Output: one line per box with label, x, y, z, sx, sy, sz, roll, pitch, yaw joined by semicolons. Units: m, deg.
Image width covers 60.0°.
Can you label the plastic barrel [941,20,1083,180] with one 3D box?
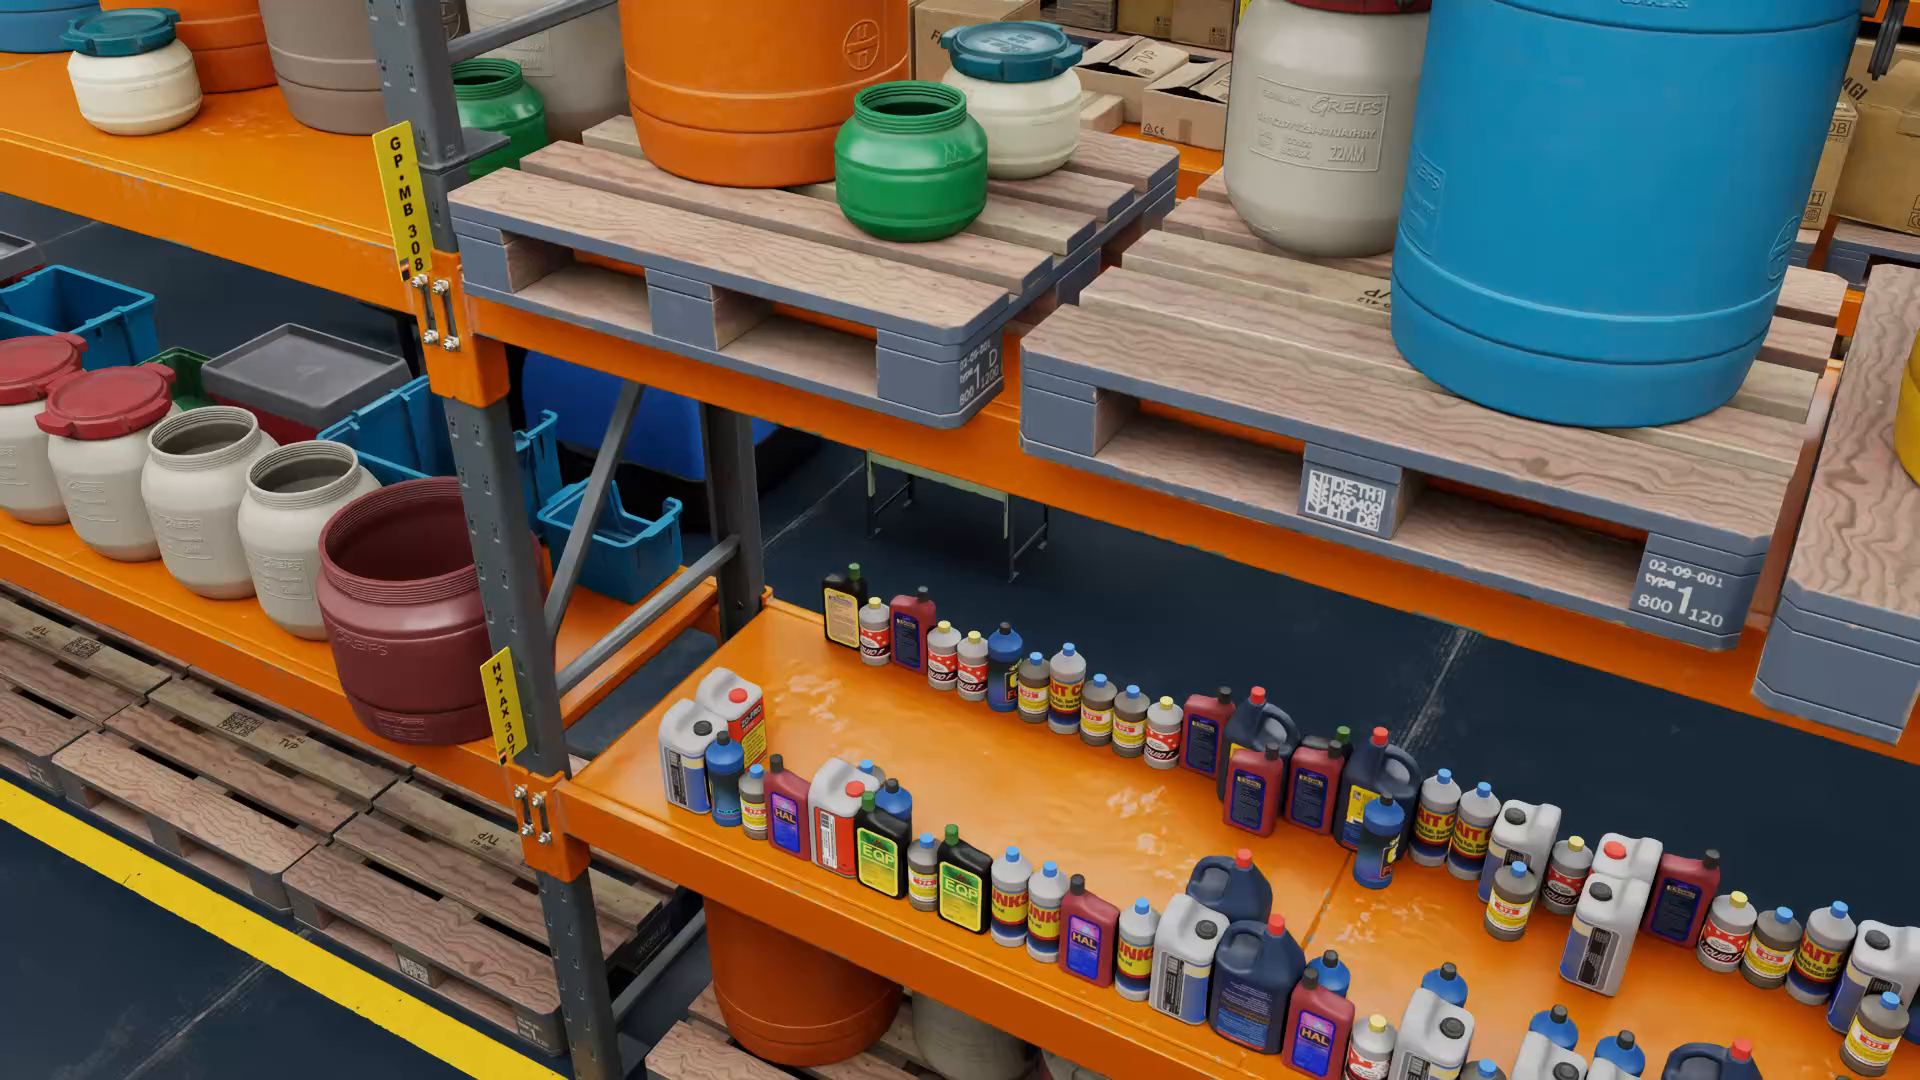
plastic barrel;0.105;-0.913;3.454;0.301;0.262;0.301;0;34;0

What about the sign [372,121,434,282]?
sign;-1.166;-0.709;3.497;0.005;0.325;0.100;18;37;24

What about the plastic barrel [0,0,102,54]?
plastic barrel;-2.687;-1.933;4.788;0.708;0.901;0.600;18;37;24

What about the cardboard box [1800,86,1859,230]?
cardboard box;3.470;-1.726;7.167;0.500;0.500;0.700;8;35;12

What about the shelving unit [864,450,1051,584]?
shelving unit;-0.006;-0.626;7.337;0.755;1.500;0.431;18;37;24

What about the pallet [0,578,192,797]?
pallet;-3.671;0.487;6.829;1.213;0.211;1.003;18;37;24

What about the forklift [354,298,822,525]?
forklift;-2.231;-1.863;7.903;3.031;2.935;1.130;17;37;24

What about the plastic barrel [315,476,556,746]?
plastic barrel;-1.452;0.190;4.635;0.708;0.536;0.600;18;37;24

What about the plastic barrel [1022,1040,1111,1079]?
plastic barrel;0.515;1.495;4.596;0.708;0.588;0.600;18;37;24

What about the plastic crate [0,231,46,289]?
plastic crate;-3.800;-0.912;6.355;0.583;0.464;0.402;18;37;24

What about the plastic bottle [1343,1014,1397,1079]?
plastic bottle;0.884;1.100;3.571;0.097;0.201;0.097;0;34;0

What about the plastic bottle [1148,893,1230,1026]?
plastic bottle;0.520;0.936;3.749;0.135;0.276;0.152;18;37;24

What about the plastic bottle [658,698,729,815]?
plastic bottle;-0.684;0.555;4.322;0.135;0.276;0.152;18;37;24

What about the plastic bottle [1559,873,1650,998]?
plastic bottle;1.482;0.888;3.821;0.135;0.276;0.152;18;37;24

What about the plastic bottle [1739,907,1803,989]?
plastic bottle;1.872;0.929;3.829;0.097;0.201;0.097;0;34;0

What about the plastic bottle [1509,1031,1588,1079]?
plastic bottle;1.200;1.152;3.426;0.135;0.276;0.152;18;37;24

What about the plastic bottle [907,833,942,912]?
plastic bottle;-0.079;0.795;4.029;0.097;0.201;0.097;0;34;0

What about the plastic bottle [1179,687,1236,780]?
plastic bottle;0.656;0.498;4.402;0.133;0.283;0.061;18;37;24

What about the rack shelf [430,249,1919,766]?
rack shelf;0.838;-0.170;3.242;4.000;0.370;1.077;18;37;24

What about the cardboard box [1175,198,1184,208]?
cardboard box;1.253;-1.703;9.197;0.500;0.311;0.500;19;38;26

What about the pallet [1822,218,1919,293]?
pallet;4.395;-1.246;7.088;1.213;0.211;1.003;18;37;24

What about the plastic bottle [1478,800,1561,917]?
plastic bottle;1.356;0.752;4.027;0.135;0.276;0.152;18;37;24

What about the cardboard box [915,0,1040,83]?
cardboard box;0.097;-2.649;8.931;0.500;0.500;0.500;16;37;22

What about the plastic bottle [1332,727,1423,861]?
plastic bottle;1.050;0.621;4.156;0.185;0.351;0.144;18;37;24

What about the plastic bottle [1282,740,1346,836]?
plastic bottle;0.902;0.615;4.226;0.133;0.283;0.061;18;37;24

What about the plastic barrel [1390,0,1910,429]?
plastic barrel;1.016;-0.699;2.556;0.708;0.901;0.600;18;37;24

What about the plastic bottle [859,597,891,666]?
plastic bottle;-0.245;0.258;4.835;0.097;0.201;0.097;0;34;0

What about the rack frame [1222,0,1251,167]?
rack frame;1.562;-2.154;8.278;0.127;3.000;1.000;18;37;24

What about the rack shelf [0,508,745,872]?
rack shelf;-2.635;-0.022;5.725;4.000;0.370;1.077;18;37;24

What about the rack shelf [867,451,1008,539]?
rack shelf;-0.006;-0.355;7.518;0.720;0.370;0.431;18;37;24

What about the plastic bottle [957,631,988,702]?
plastic bottle;0.040;0.348;4.700;0.097;0.201;0.097;0;34;0

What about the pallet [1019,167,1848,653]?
pallet;0.859;-0.320;2.988;1.213;0.211;1.003;18;37;24

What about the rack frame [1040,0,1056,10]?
rack frame;0.544;-5.639;13.511;0.127;3.000;1.000;18;37;24

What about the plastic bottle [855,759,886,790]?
plastic bottle;-0.236;0.648;4.249;0.097;0.201;0.097;0;34;0

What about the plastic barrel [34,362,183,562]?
plastic barrel;-2.637;-0.238;5.279;0.433;0.535;0.433;0;34;0

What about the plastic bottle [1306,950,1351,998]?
plastic bottle;0.798;1.005;3.651;0.097;0.271;0.097;0;34;0

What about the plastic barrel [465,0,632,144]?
plastic barrel;-1.017;-1.299;4.187;0.421;0.512;0.421;0;34;0

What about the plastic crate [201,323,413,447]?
plastic crate;-2.150;-0.389;5.571;0.583;0.464;0.402;18;37;24

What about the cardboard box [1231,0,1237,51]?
cardboard box;2.531;-4.175;13.171;0.500;0.500;0.700;17;37;24

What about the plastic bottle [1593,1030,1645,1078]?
plastic bottle;1.362;1.125;3.470;0.097;0.271;0.097;0;34;0

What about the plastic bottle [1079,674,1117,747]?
plastic bottle;0.378;0.455;4.539;0.097;0.201;0.097;0;34;0

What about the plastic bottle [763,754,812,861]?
plastic bottle;-0.421;0.664;4.151;0.133;0.283;0.061;18;37;24

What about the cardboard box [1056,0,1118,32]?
cardboard box;1.191;-4.587;13.790;0.500;0.500;0.700;19;38;26

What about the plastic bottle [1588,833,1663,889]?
plastic bottle;1.557;0.815;3.931;0.135;0.276;0.152;18;37;24

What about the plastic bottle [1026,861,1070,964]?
plastic bottle;0.206;0.856;3.874;0.097;0.271;0.097;0;34;0

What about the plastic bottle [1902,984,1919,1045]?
plastic bottle;2.158;0.990;3.673;0.097;0.271;0.097;0;34;0
